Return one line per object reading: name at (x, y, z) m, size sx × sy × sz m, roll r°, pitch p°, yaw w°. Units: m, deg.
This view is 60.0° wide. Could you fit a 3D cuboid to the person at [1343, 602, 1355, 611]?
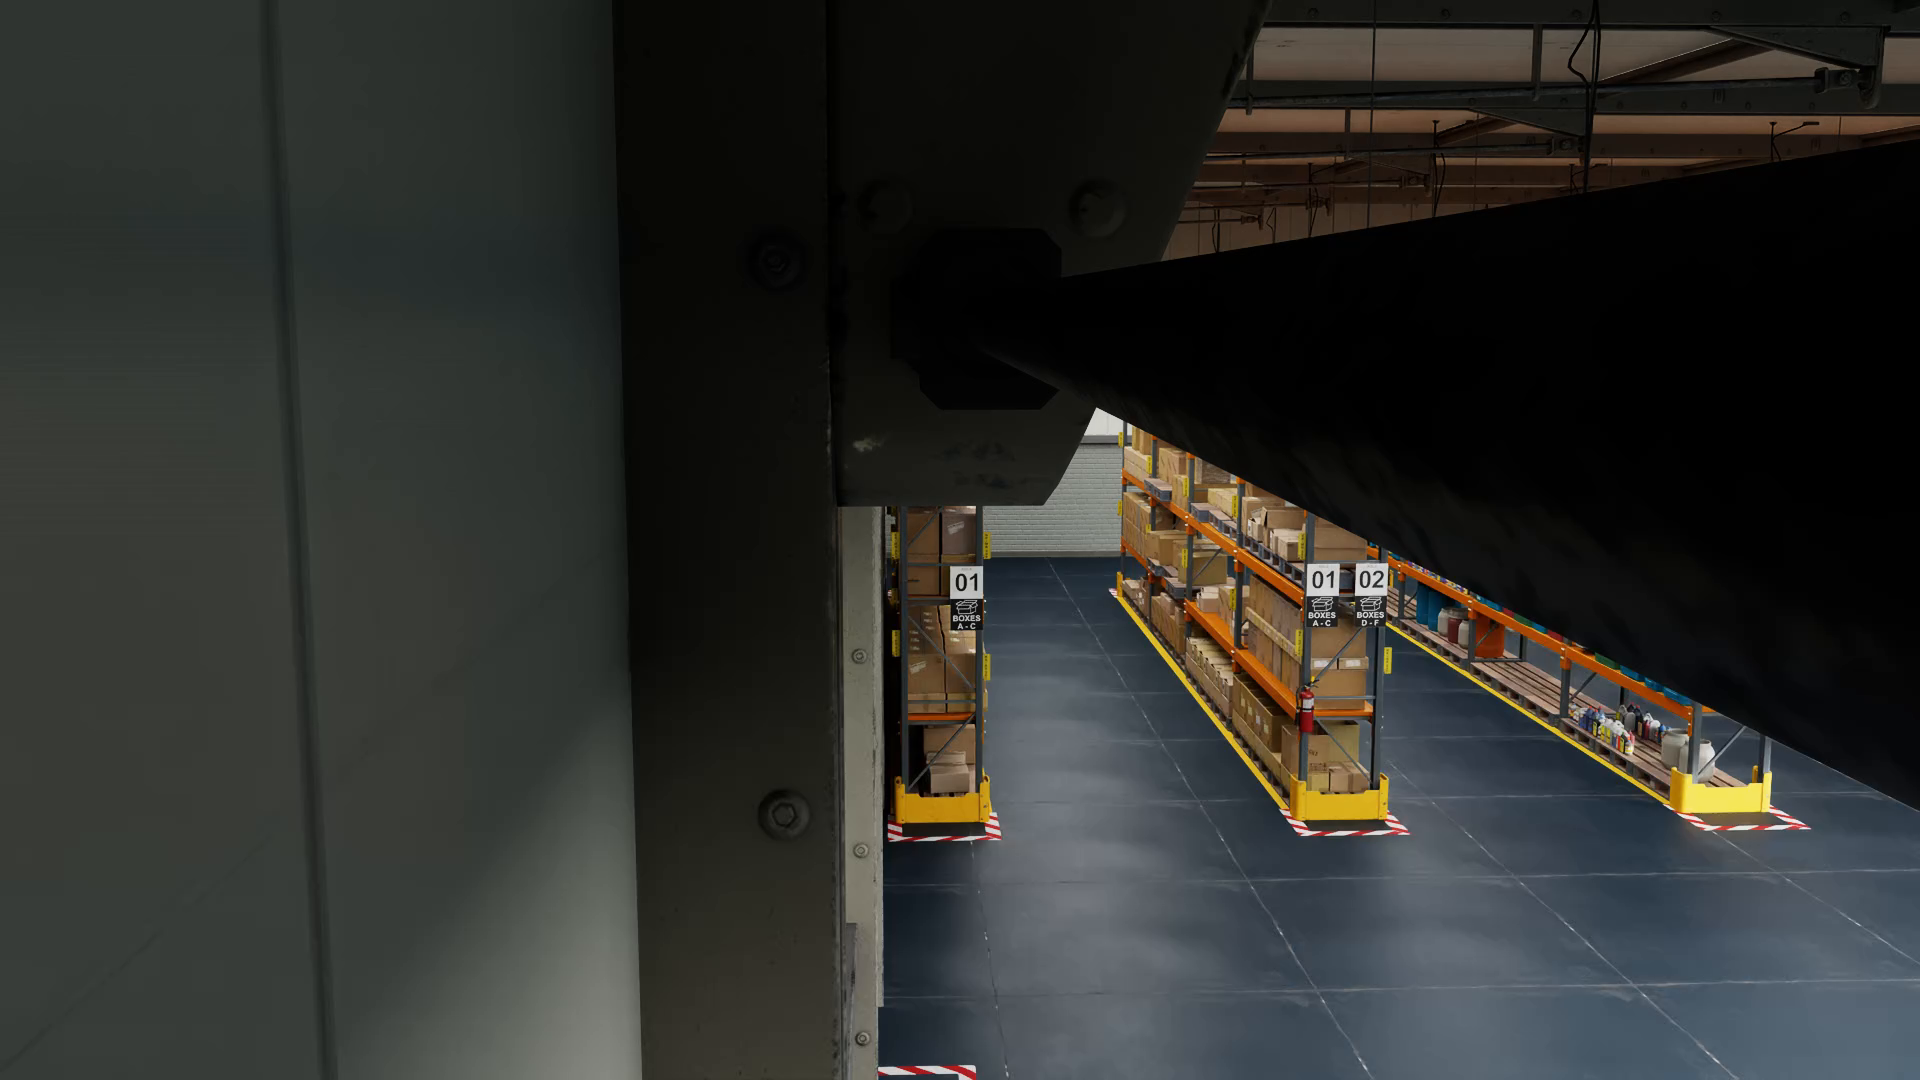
person at (7.218, 1.213, 30.624) m, size 0.625 × 1.654 × 0.724 m, roll -1°, pitch 8°, yaw -8°
